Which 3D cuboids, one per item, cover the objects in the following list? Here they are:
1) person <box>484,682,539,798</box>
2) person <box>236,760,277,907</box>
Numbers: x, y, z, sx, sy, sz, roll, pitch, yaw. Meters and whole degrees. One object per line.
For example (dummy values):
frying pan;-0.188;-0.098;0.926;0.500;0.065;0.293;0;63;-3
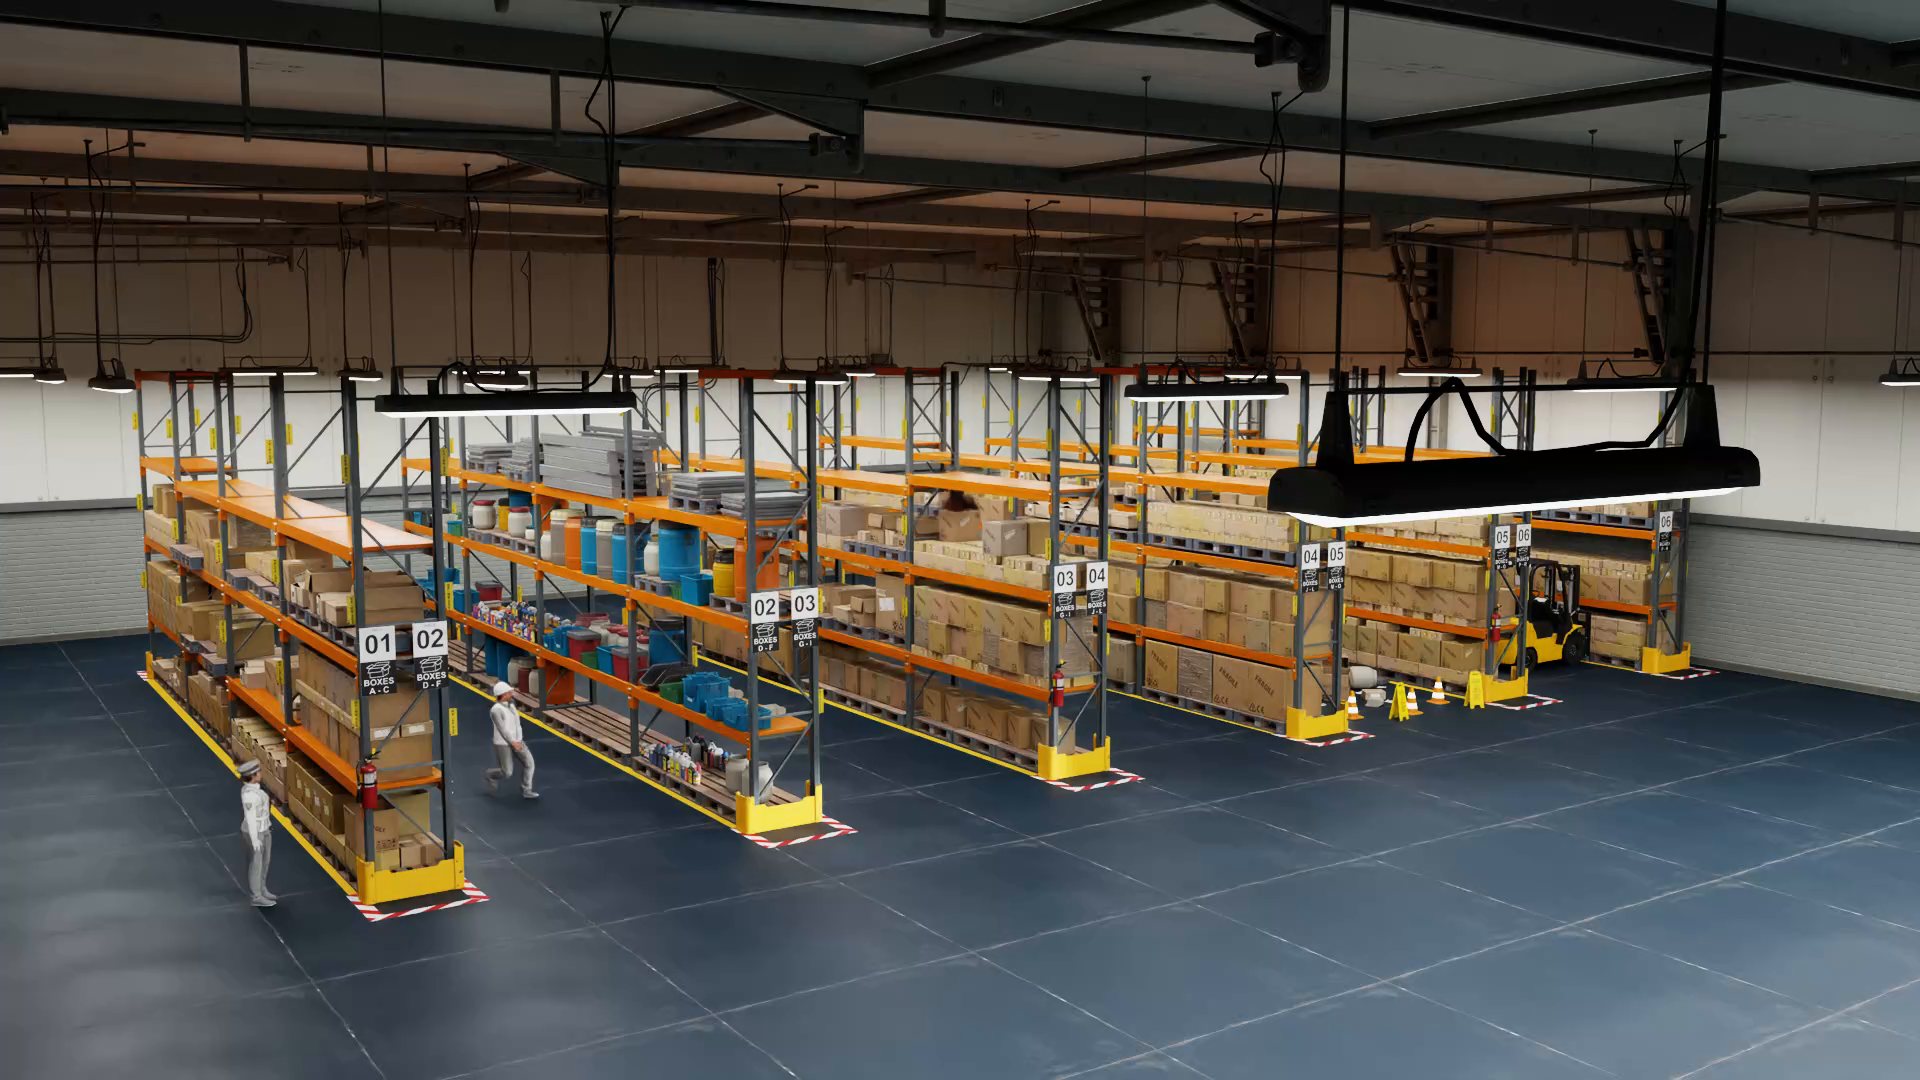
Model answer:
person;-6.373;2.845;23.725;0.918;1.644;0.557;4;8;31
person;-8.050;3.364;19.071;0.382;1.723;0.561;0;6;-4
